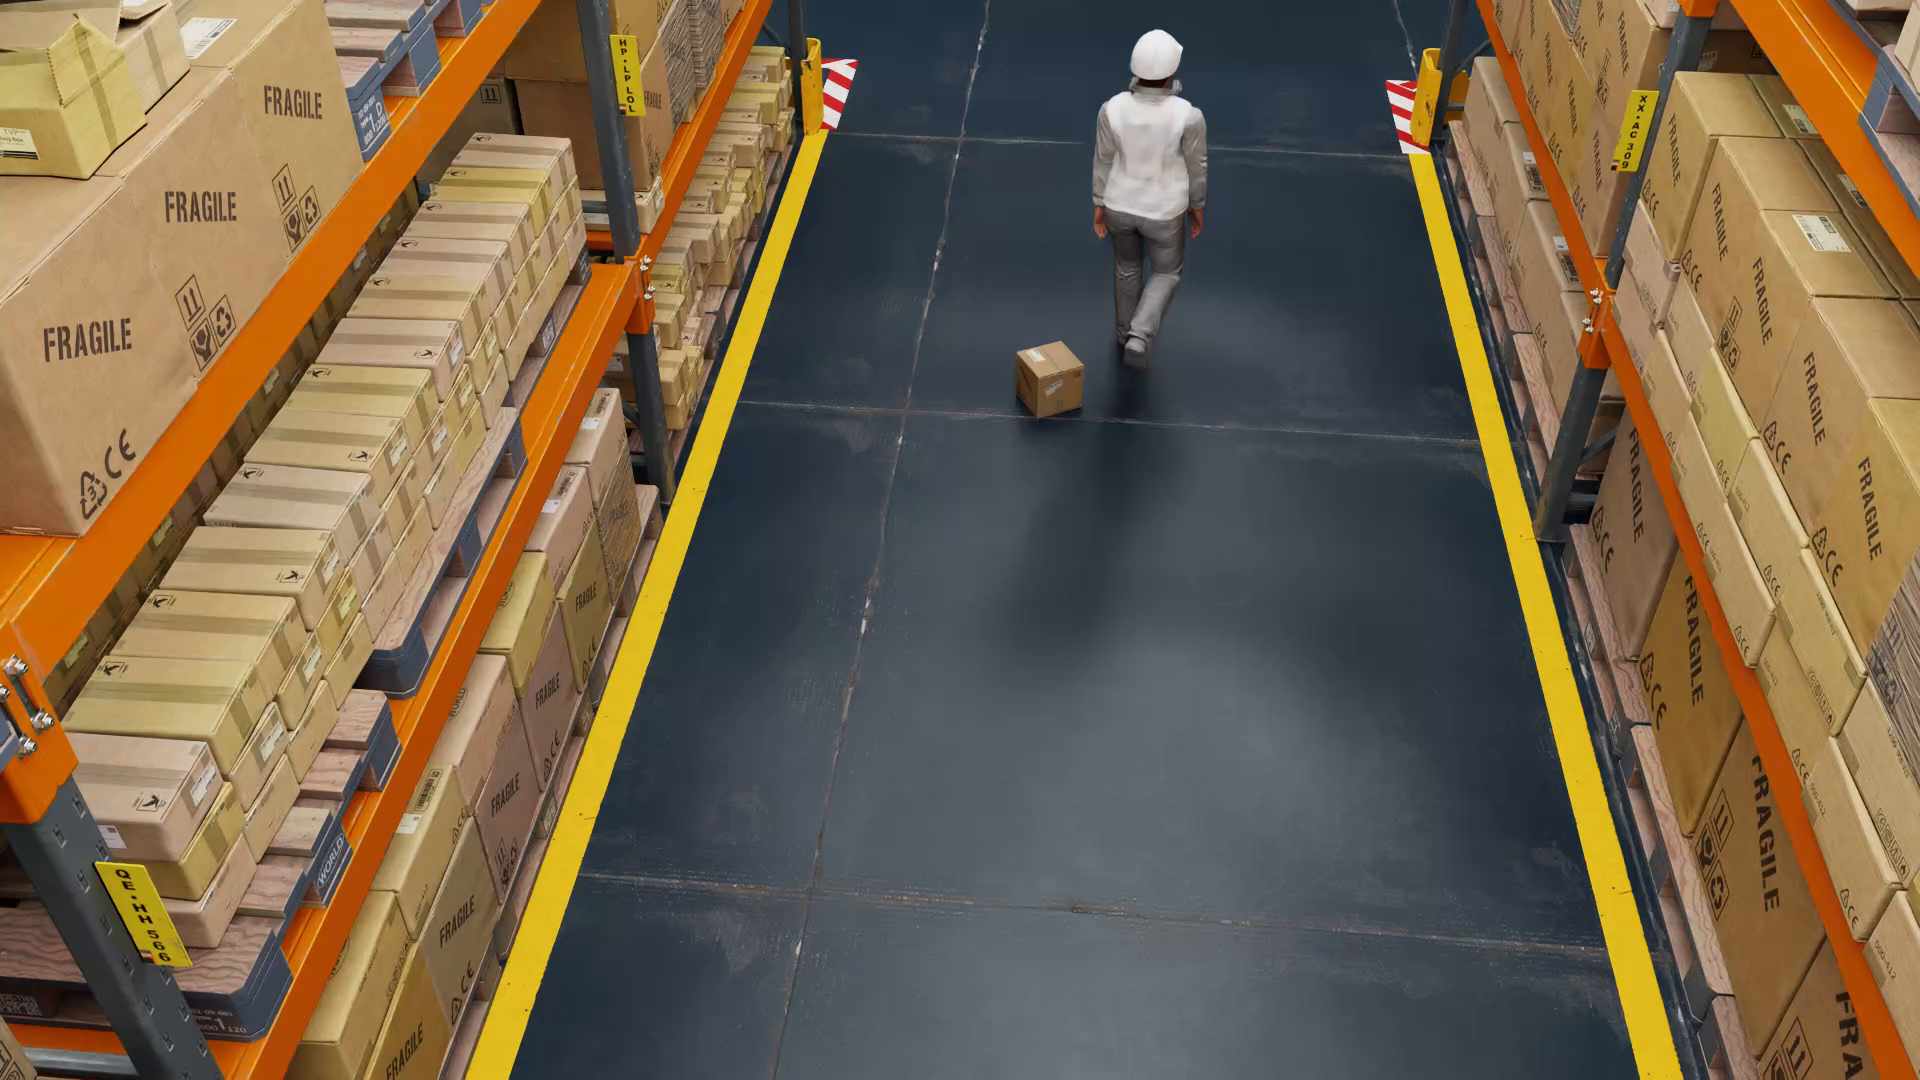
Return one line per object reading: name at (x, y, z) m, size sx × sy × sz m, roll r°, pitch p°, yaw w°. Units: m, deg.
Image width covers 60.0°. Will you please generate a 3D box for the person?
person at (0.909, -1.621, 8.062) m, size 0.548 × 1.750 × 0.744 m, roll 11°, pitch 41°, yaw 13°
